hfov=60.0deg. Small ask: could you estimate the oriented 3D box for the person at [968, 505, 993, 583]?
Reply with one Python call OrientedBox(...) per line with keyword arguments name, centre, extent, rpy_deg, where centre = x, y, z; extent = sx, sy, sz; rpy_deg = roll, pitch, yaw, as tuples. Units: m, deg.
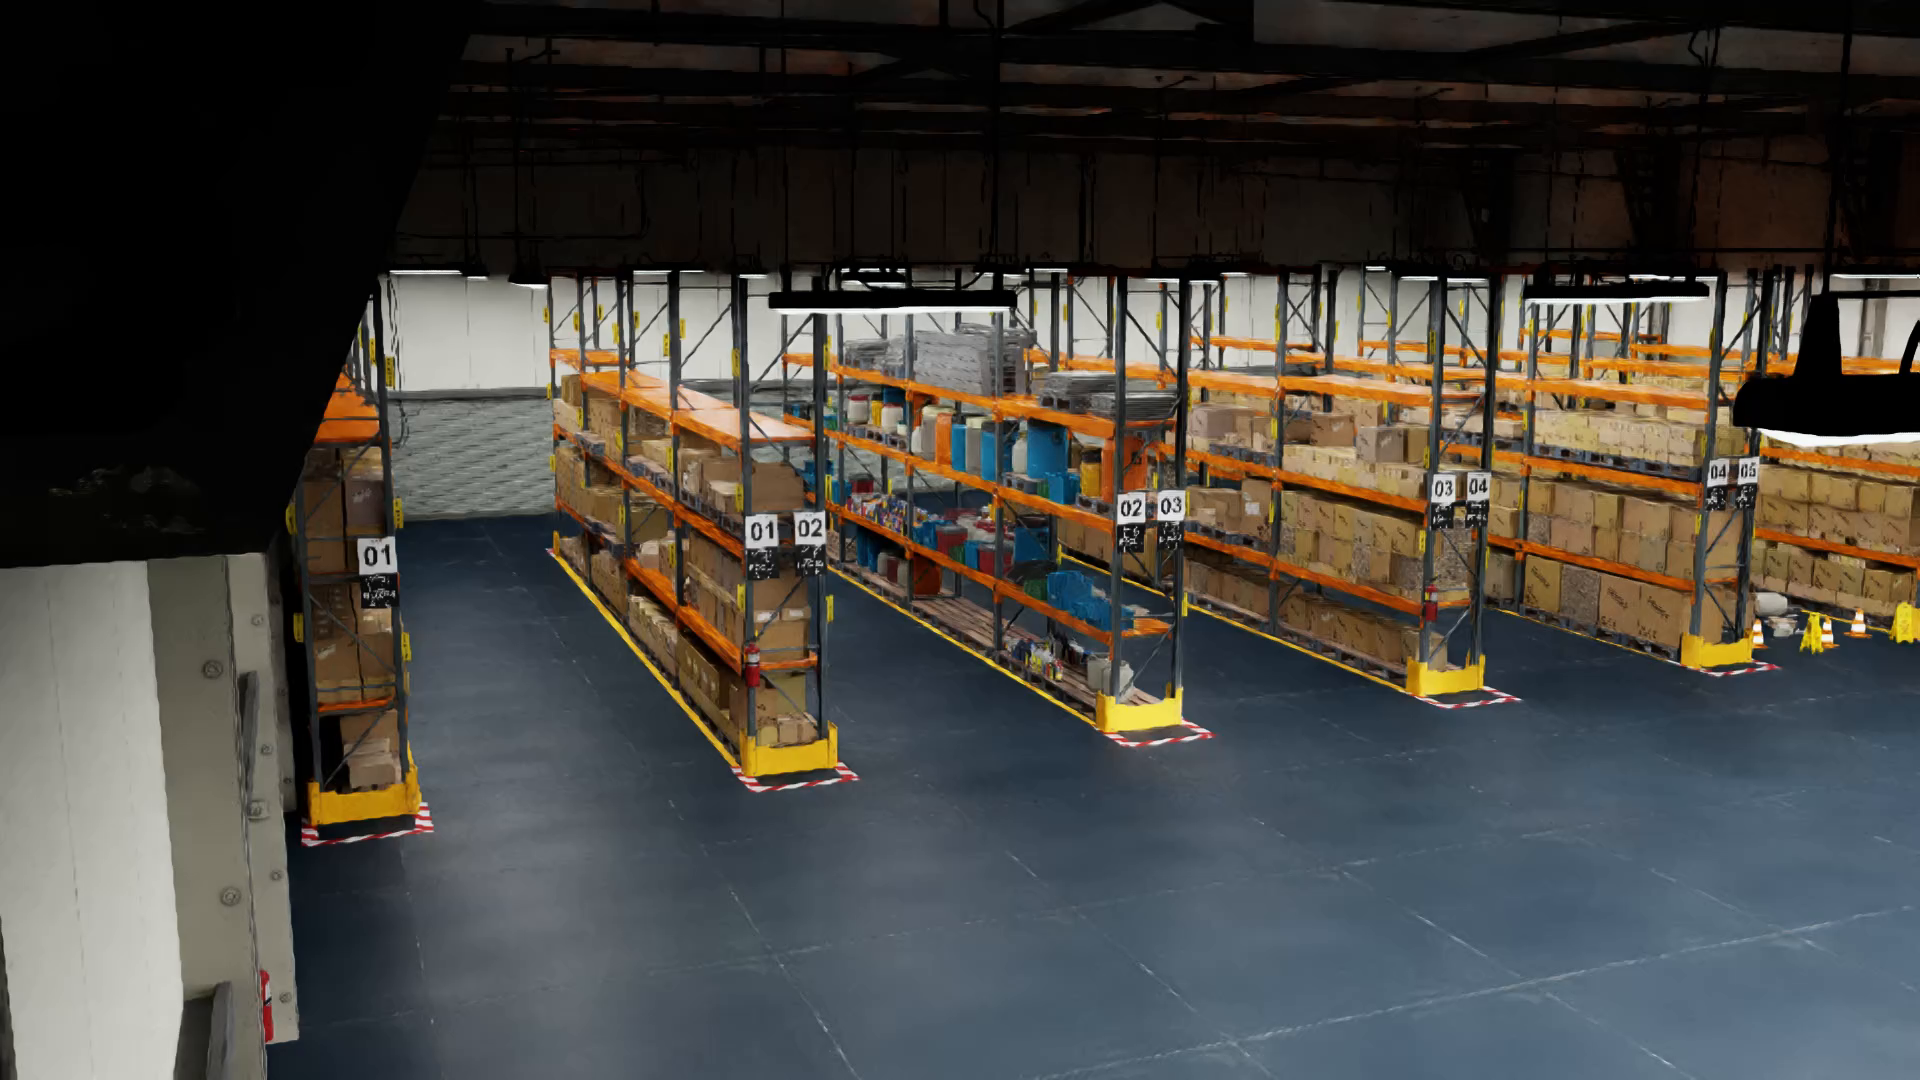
OrientedBox(name="person", centre=(0.432, 0.115, 31.344), extent=(0.497, 1.583, 1.090), rpy_deg=(-3, 10, -19))
